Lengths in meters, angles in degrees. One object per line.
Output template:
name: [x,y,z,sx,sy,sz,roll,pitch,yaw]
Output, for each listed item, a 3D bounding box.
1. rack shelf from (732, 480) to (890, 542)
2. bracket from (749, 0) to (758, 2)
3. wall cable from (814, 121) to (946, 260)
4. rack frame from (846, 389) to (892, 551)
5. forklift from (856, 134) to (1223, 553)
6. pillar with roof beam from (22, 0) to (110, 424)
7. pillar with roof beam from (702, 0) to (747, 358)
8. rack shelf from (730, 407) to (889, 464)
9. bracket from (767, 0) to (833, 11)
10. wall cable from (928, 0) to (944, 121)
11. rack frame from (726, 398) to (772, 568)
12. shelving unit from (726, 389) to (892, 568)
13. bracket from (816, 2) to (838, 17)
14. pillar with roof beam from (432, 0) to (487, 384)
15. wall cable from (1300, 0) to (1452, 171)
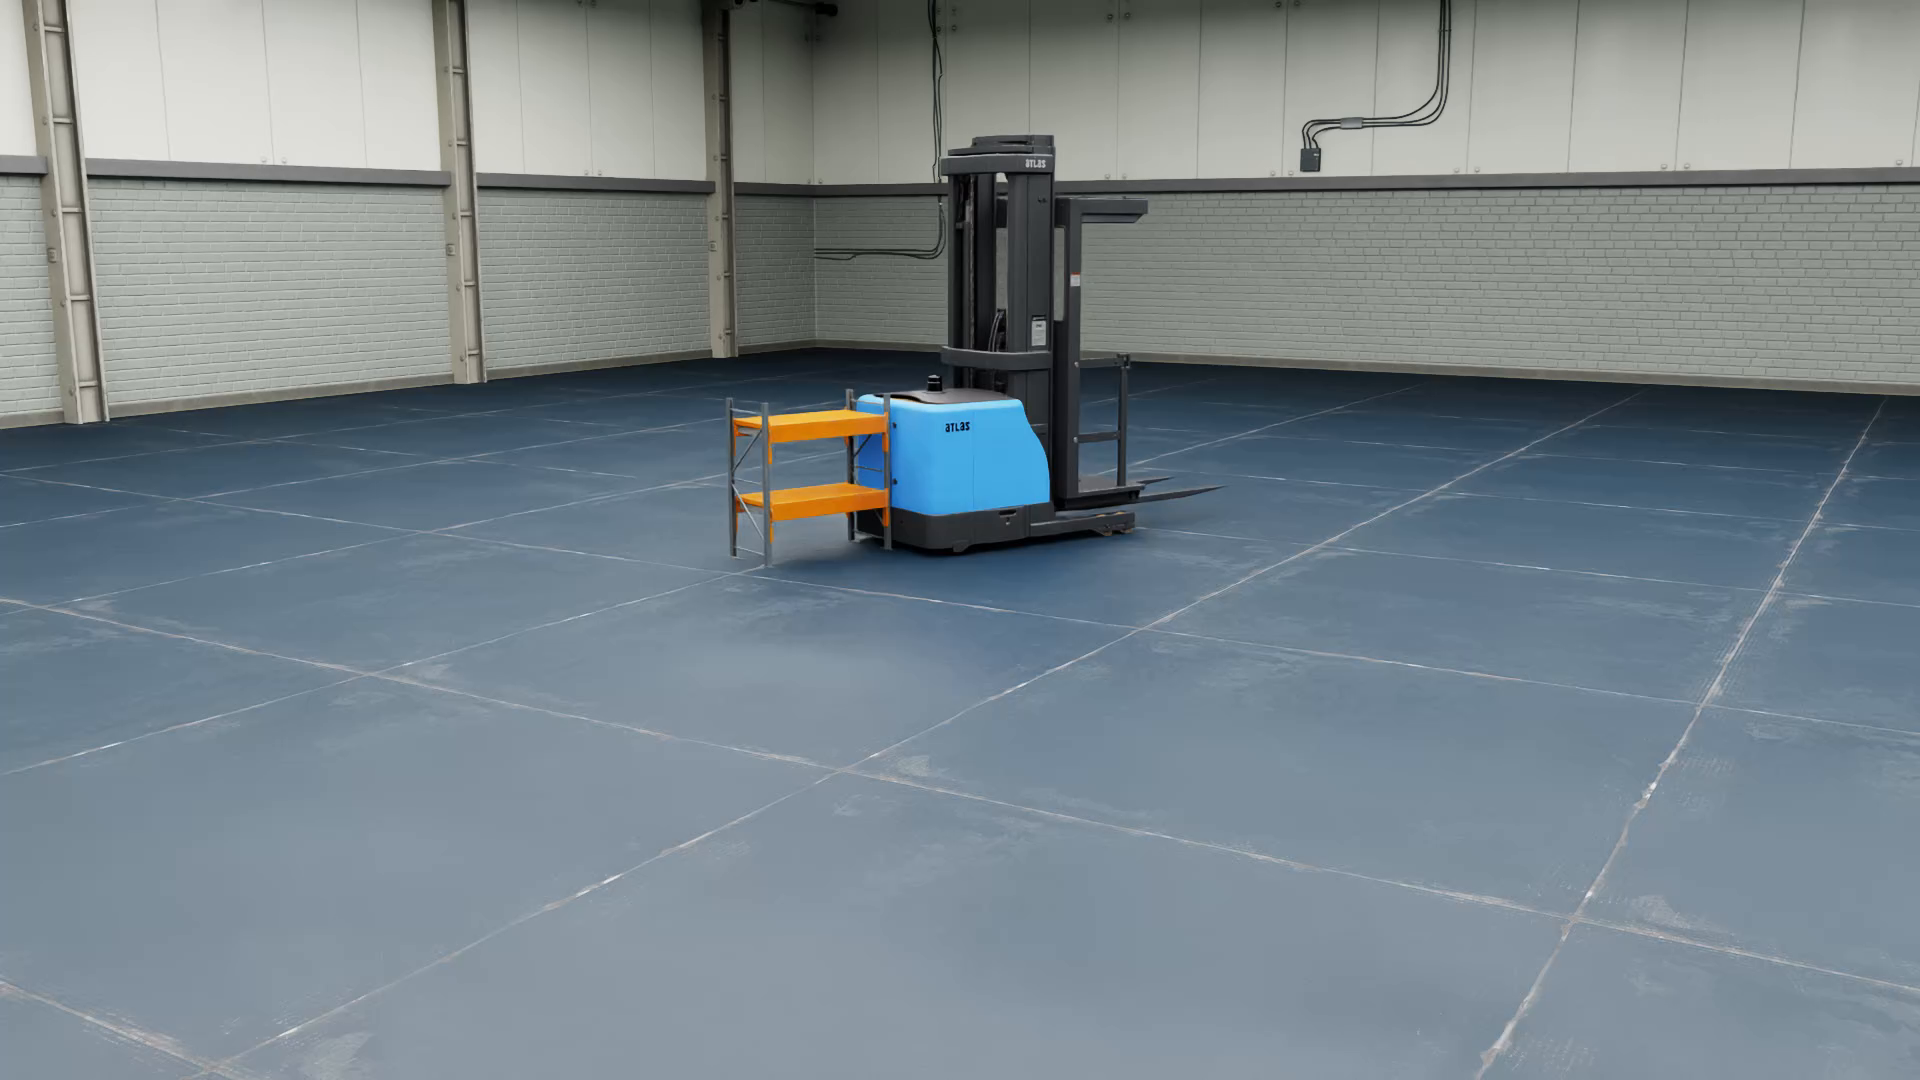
rack shelf: [-1.058,-0.215,11.788,1.000,0.278,0.538,-8,14,-38]
bracket: [-3.732,-9.532,29.048,0.235,0.232,0.430,6,12,31]
wall cable: [-1.591,-6.542,31.298,3.097,2.526,0.112,6,12,31]
rack frame: [-0.662,-0.514,12.056,0.032,1.125,0.500,-8,14,-38]
forklift: [0.717,-1.540,12.628,3.031,2.935,1.130,-8,13,-36]
pillar with roof beam: [-6.801,-5.433,16.934,9.100,9.000,0.400,6,12,31]
pillar with roof beam: [-0.571,-7.320,27.015,9.100,9.000,0.548,6,12,31]
rack shelf: [-1.058,-0.743,11.689,1.000,0.278,0.538,-8,14,-38]
bracket: [-2.808,-9.812,30.543,0.076,0.066,3.189,6,12,31]
wall cable: [0.721,-8.766,29.453,3.097,2.526,0.112,6,12,31]
rack frame: [-1.453,-0.396,11.429,0.032,1.125,0.500,-8,14,-38]
shelving unit: [-1.058,-0.455,11.743,1.048,1.125,0.538,-8,14,-38]
bracket: [-2.501,-9.905,31.039,0.235,0.232,0.430,6,12,31]
pillar with roof beam: [-3.686,-6.377,21.975,9.100,9.000,0.400,6,12,31]
wall cable: [6.515,-8.831,25.841,2.305,6.003,0.169,6,12,31]
